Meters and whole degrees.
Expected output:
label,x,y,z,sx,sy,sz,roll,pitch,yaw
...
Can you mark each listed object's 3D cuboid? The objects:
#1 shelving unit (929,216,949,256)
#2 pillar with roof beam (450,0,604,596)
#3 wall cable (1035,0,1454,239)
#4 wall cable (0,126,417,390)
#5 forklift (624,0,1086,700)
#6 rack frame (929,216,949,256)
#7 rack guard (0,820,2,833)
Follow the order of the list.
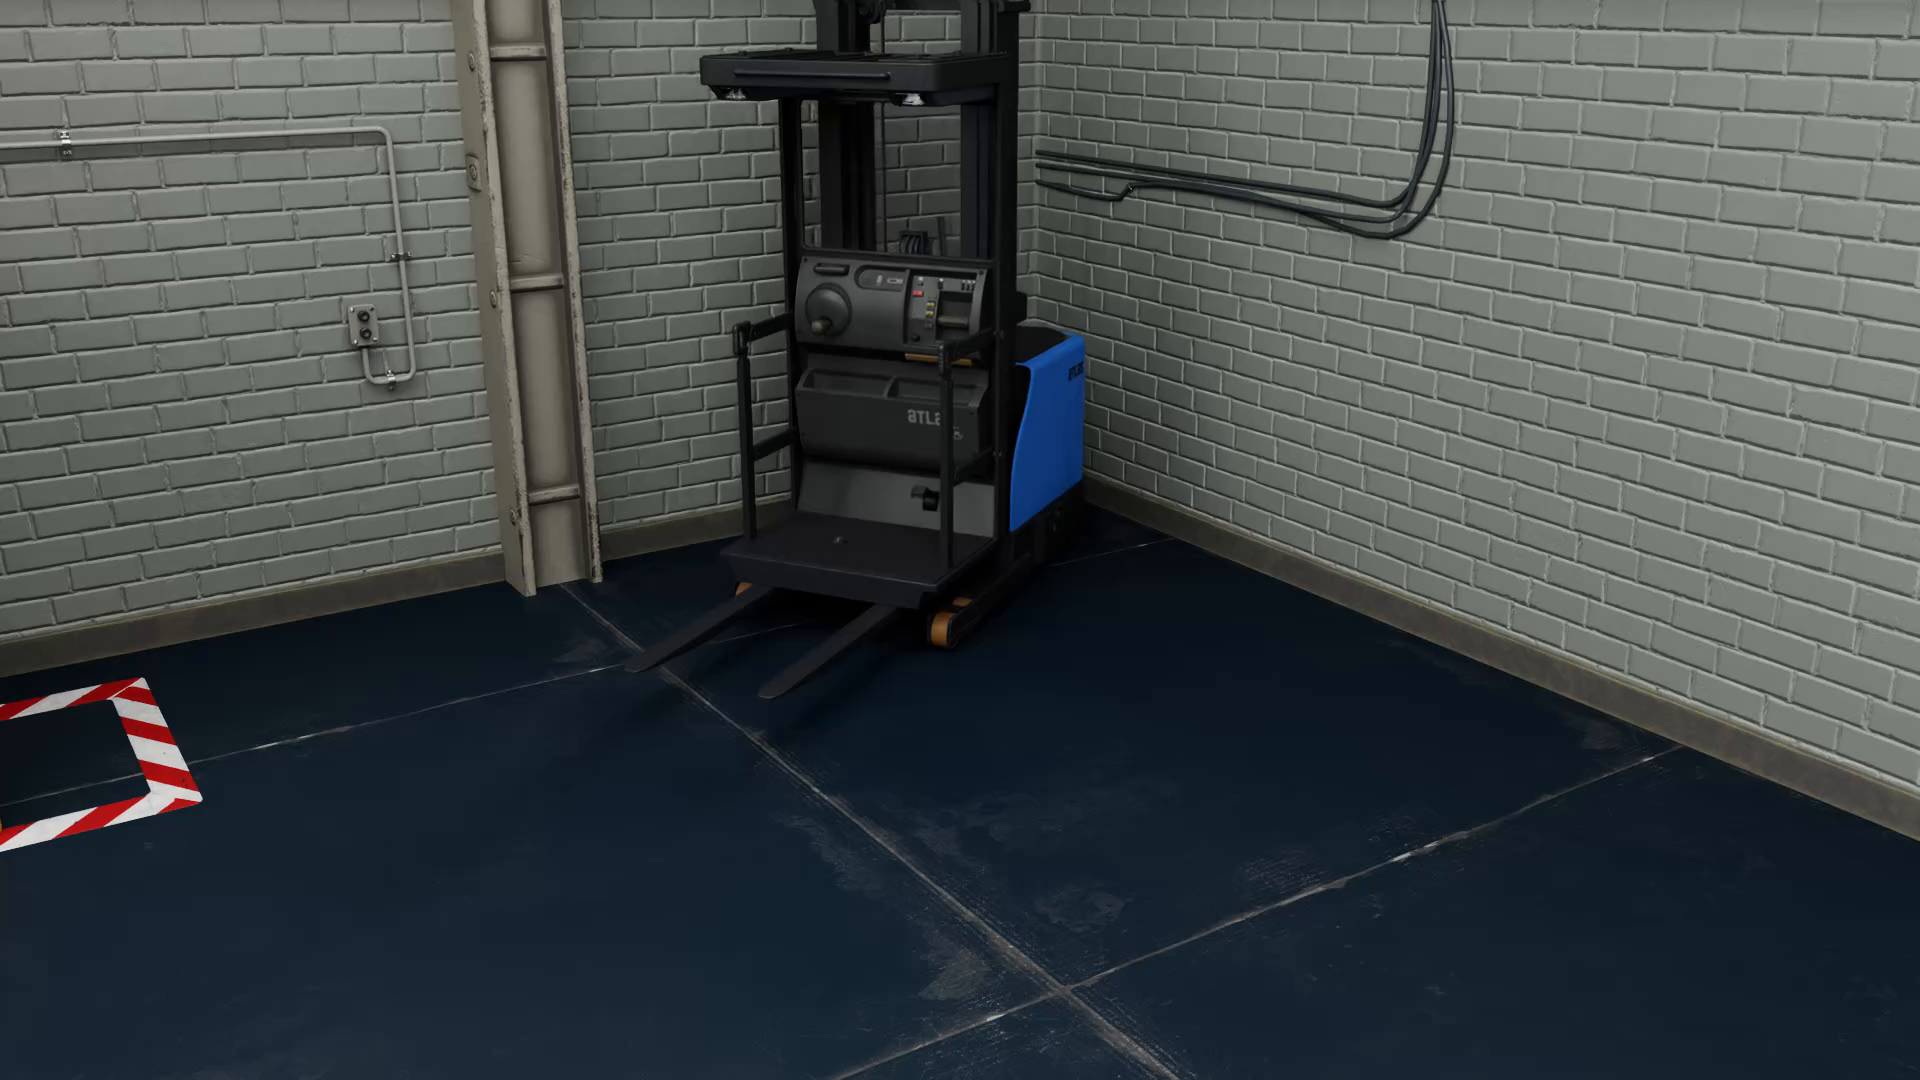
label,x,y,z,sx,sy,sz,roll,pitch,yaw
shelving unit,0.306,-1.050,9.342,1.048,1.500,0.538,-8,7,-27
pillar with roof beam,0.373,-2.917,3.323,0.400,9.000,9.100,-12,22,-31
wall cable,1.146,-2.791,7.799,0.112,2.526,3.097,-12,22,-31
wall cable,-3.225,-1.480,6.851,1.851,1.984,0.084,-12,22,-31
forklift,-0.402,-1.064,7.317,1.130,2.935,3.031,8,20,23
rack frame,-0.141,-0.988,9.109,0.032,1.500,0.500,-8,7,-27
rack guard,-3.754,0.660,6.011,0.348,0.500,1.175,-12,22,-31
